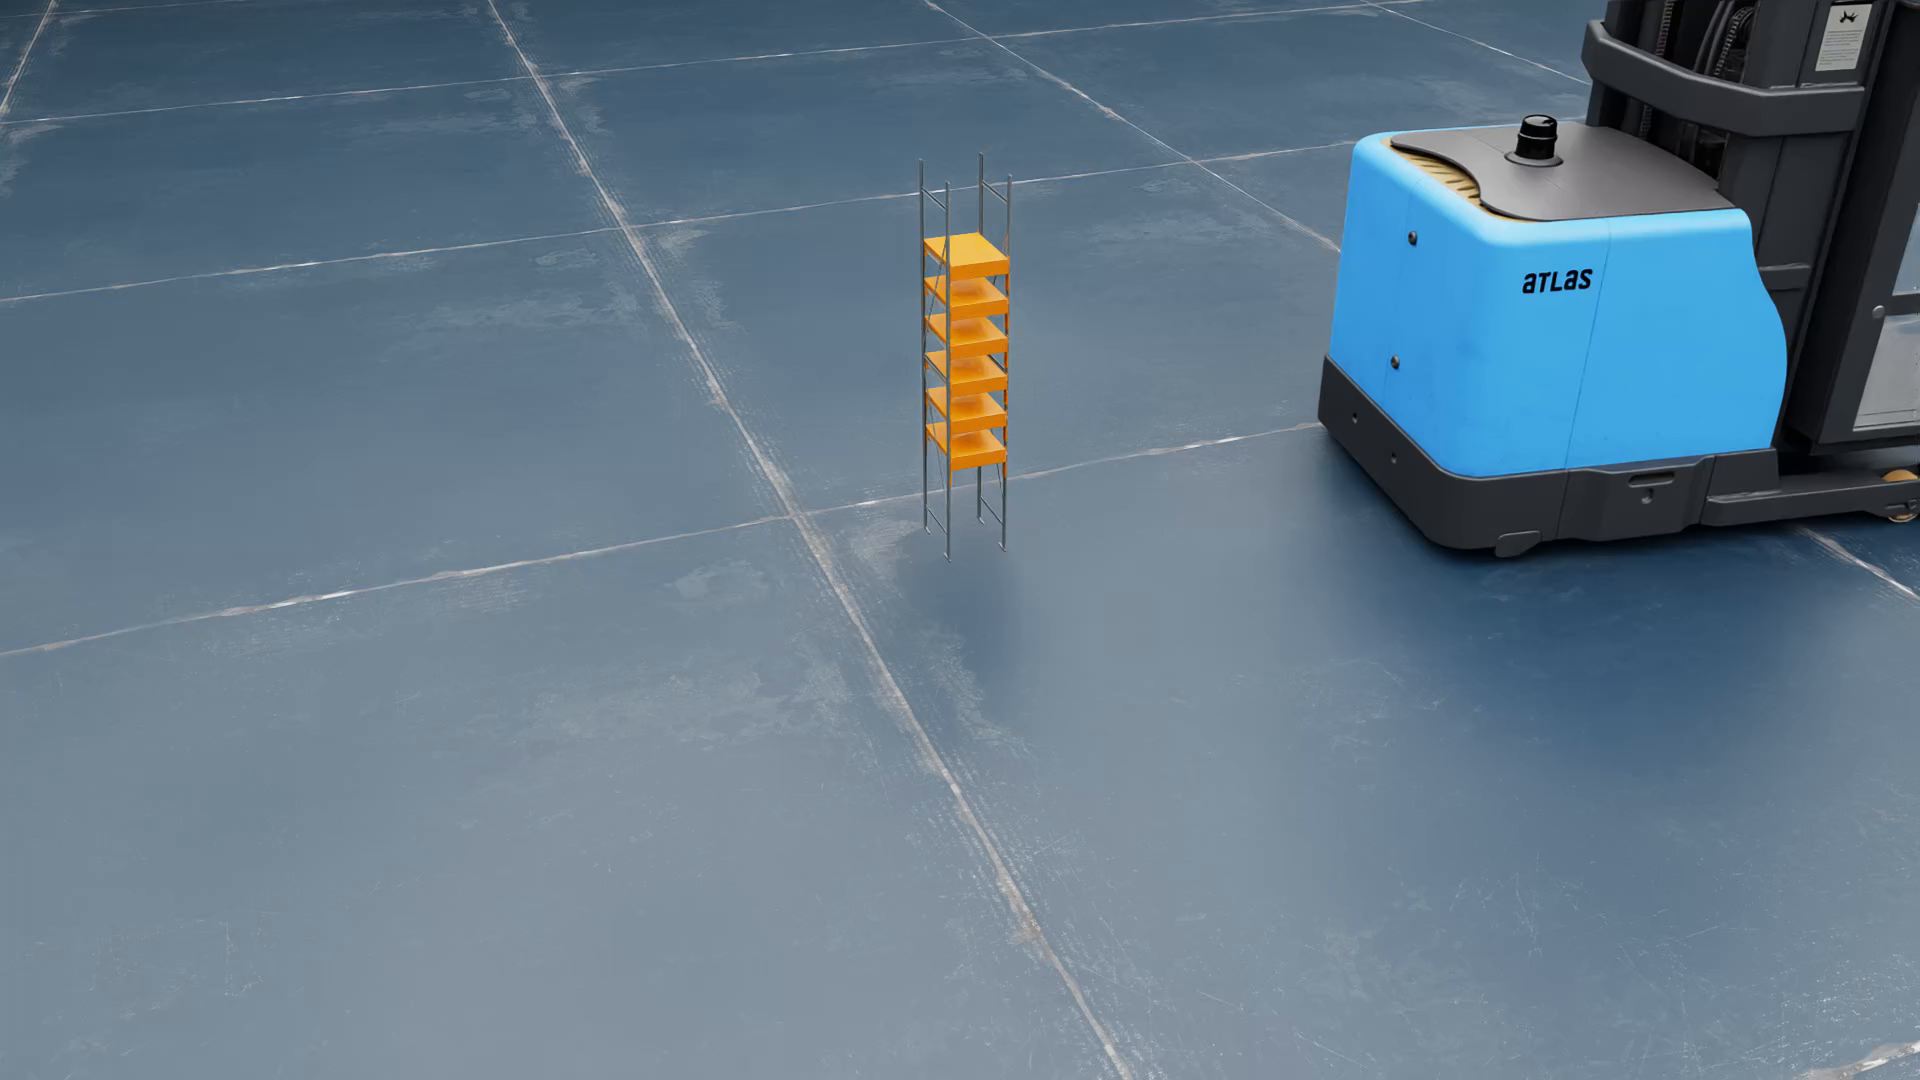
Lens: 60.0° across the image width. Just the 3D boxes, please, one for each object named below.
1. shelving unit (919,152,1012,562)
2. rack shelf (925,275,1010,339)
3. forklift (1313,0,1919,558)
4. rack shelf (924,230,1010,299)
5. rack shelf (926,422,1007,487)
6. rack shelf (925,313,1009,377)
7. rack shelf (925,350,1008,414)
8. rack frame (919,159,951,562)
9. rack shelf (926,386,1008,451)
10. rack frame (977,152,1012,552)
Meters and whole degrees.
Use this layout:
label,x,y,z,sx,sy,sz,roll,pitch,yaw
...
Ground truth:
label,x,y,z,sx,sy,sz,roll,pitch,yaw
shelving unit,0.014,-0.524,4.957,0.189,1.200,0.258,-10,31,-18
rack shelf,0.014,-0.694,4.861,0.180,0.103,0.258,-10,31,-18
forklift,2.814,-1.578,5.059,3.031,2.935,1.130,-6,30,-10
rack shelf,0.014,-0.798,4.801,0.180,0.103,0.258,-10,31,-18
rack shelf,0.014,-0.277,5.098,0.180,0.103,0.258,-10,31,-18
rack shelf,0.014,-0.589,4.920,0.180,0.103,0.258,-10,31,-18
rack shelf,0.014,-0.485,4.979,0.180,0.103,0.258,-10,31,-18
rack frame,-0.072,-0.508,4.930,0.006,1.200,0.240,-10,31,-18
rack shelf,0.014,-0.381,5.039,0.180,0.103,0.258,-10,31,-18
rack frame,0.099,-0.540,4.985,0.006,1.200,0.240,-10,31,-18
